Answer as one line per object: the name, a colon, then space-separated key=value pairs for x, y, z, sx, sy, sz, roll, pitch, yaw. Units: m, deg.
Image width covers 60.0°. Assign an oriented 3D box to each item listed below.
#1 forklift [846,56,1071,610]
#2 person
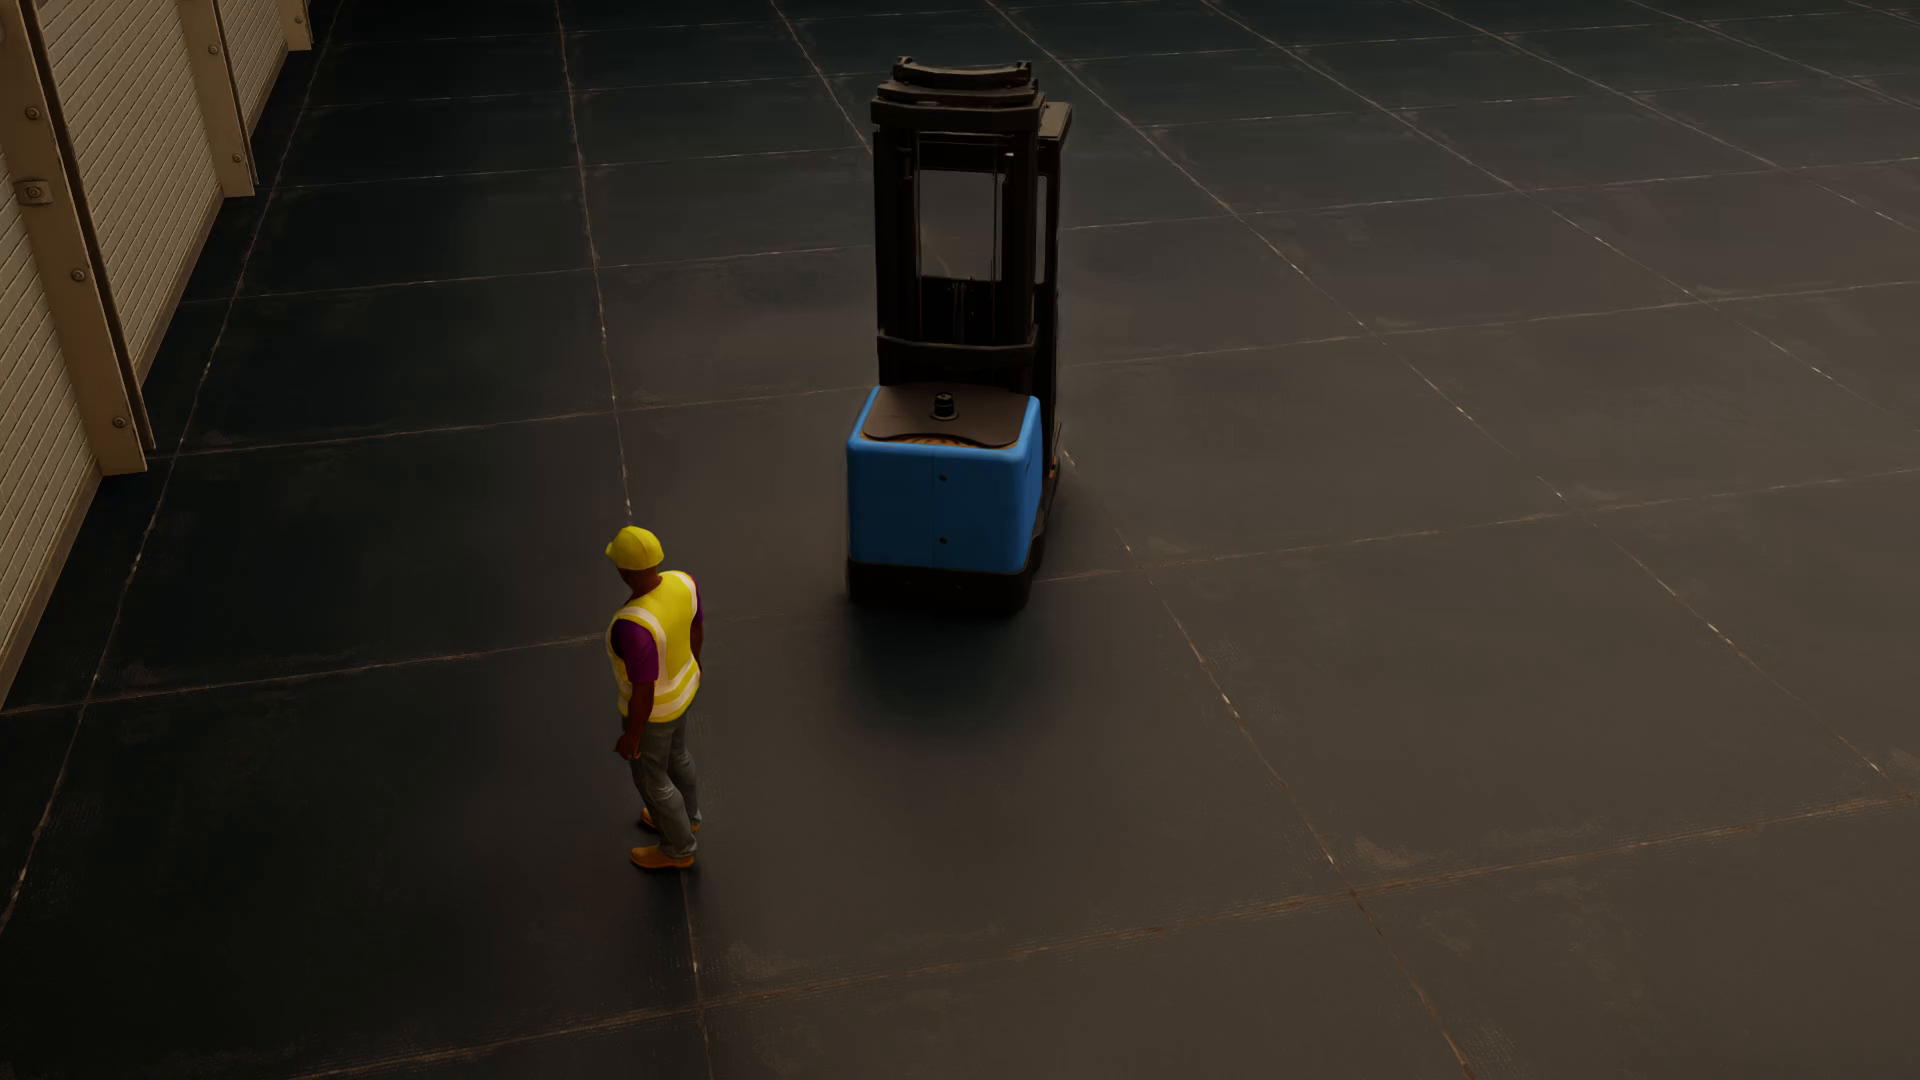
forklift: x=0.075 y=-1.582 z=10.308 sx=1.130 sy=2.935 sz=3.031 roll=4 pitch=30 yaw=8
person: x=-1.397 y=0.702 z=7.529 sx=0.419 sy=1.768 sz=0.687 roll=8 pitch=31 yaw=13
